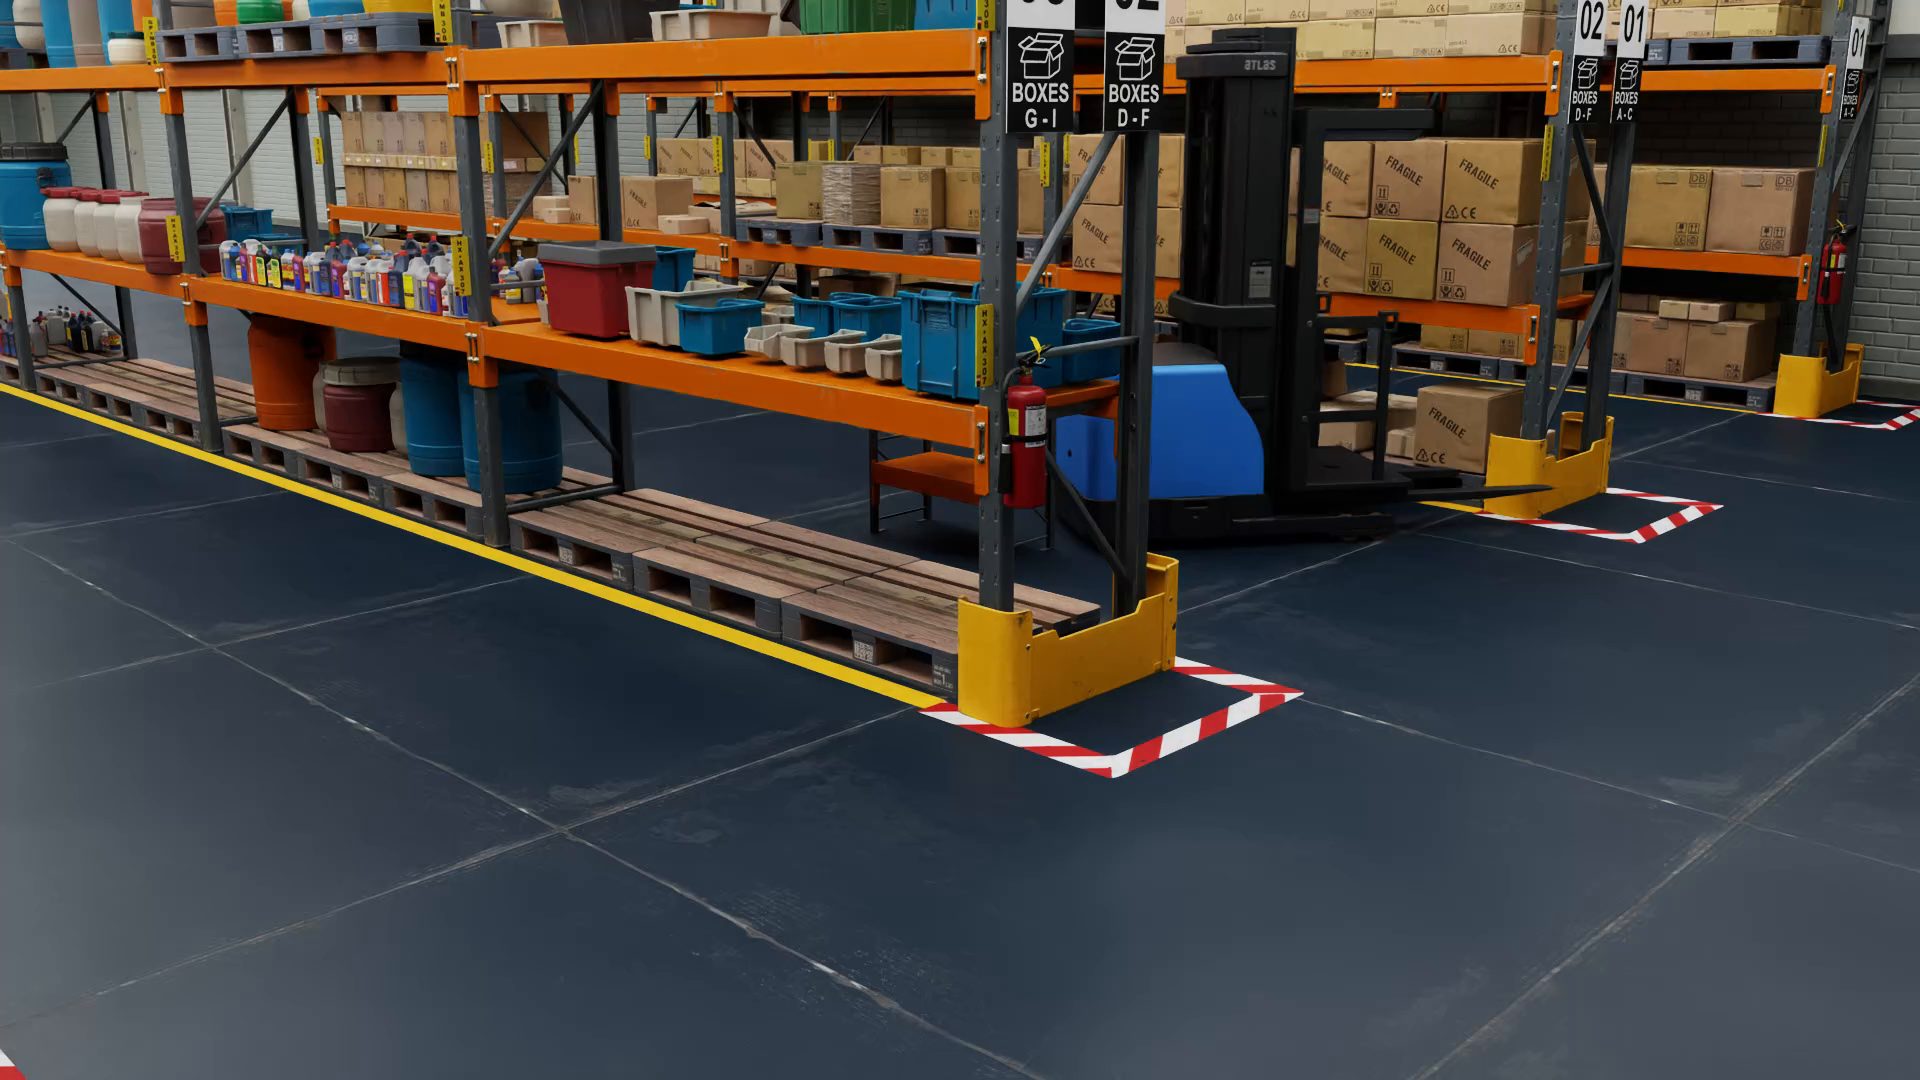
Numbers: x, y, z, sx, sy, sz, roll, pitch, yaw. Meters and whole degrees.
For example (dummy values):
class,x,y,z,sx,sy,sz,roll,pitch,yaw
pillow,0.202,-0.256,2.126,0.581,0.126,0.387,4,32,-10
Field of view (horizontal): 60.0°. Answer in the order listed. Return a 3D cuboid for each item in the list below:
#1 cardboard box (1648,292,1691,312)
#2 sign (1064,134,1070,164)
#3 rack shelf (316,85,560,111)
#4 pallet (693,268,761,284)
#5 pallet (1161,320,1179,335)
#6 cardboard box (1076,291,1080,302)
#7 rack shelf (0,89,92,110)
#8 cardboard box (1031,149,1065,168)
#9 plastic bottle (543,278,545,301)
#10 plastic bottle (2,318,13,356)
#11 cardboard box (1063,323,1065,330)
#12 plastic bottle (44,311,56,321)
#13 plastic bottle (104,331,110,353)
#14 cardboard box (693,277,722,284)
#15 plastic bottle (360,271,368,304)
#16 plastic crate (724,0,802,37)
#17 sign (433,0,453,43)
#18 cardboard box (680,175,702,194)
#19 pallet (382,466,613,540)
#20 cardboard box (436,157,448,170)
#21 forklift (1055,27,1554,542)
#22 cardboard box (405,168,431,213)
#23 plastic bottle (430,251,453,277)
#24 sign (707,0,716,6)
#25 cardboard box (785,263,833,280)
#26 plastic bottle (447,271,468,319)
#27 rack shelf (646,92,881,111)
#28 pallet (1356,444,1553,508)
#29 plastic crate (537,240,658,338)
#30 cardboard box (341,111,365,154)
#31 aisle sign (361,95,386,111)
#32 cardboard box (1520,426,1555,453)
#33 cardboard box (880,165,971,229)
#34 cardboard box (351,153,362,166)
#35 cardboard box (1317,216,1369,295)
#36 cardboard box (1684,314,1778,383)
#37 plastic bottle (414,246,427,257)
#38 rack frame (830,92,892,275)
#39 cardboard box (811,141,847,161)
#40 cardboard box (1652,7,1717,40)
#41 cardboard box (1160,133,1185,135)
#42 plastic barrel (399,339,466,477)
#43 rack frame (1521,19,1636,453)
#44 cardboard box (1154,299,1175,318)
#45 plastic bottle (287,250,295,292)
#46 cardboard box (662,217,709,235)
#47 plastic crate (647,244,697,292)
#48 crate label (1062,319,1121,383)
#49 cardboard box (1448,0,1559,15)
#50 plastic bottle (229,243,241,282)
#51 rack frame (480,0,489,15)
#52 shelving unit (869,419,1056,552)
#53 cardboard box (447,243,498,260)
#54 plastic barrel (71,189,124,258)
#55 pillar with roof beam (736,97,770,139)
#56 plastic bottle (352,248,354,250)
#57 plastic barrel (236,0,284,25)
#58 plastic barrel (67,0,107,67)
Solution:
class,x,y,z,sx,sy,sz,roll,pitch,yaw
cardboard box,6.455,-2.155,15.093,0.250,0.149,0.380,14,20,43
sign,1.216,-4.418,18.801,0.005,0.325,0.100,14,20,42
rack shelf,-6.169,-5.250,19.611,4.000,0.370,1.077,14,20,42
pallet,-3.559,-3.885,24.425,1.213,0.211,1.003,14,20,42
pallet,2.975,-2.282,18.272,1.213,0.211,1.003,14,20,42
cardboard box,1.031,-3.116,20.029,0.500,0.500,0.700,14,20,43
rack shelf,-9.610,-4.352,16.163,4.000,0.370,1.077,14,20,42
cardboard box,1.240,-4.338,19.562,0.500,0.500,0.700,11,18,36
plastic bottle,-2.571,-1.584,10.456,0.097,0.201,0.097,0,15,0
plastic bottle,-8.972,-1.923,15.746,0.185,0.351,0.144,12,19,39
cardboard box,0.850,-1.529,13.936,0.500,0.500,0.500,13,19,40
plastic bottle,-9.261,-2.202,16.965,0.135,0.276,0.152,14,20,43
plastic bottle,-8.169,-1.910,15.992,0.097,0.201,0.097,0,15,0
cardboard box,-2.773,-2.566,17.339,0.500,0.311,0.500,13,19,41
plastic bottle,-3.745,-1.604,10.531,0.097,0.201,0.097,0,15,0
plastic crate,-0.913,-2.636,8.387,0.530,0.282,0.437,14,20,42
sign,-2.795,-2.855,8.972,0.005,0.325,0.100,14,20,42
cardboard box,-3.659,-5.102,23.824,0.500,0.250,0.500,13,19,41
pallet,-2.938,-0.292,10.632,1.213,0.211,1.003,14,20,42
cardboard box,-5.805,-4.346,19.179,0.250,0.149,0.380,14,20,42
forklift,2.127,-1.536,10.014,3.031,2.935,1.130,-3,15,-10
cardboard box,-6.166,-4.191,19.869,0.700,0.500,0.500,-14,20,-43
plastic bottle,-3.200,-1.602,10.230,0.185,0.351,0.144,14,20,42
sign,-2.241,-4.738,15.034,0.005,0.325,0.100,14,20,42
cardboard box,-2.069,-3.874,22.937,0.500,0.500,0.500,12,19,38
plastic bottle,-2.920,-1.449,9.789,0.135,0.276,0.152,14,20,42
rack shelf,-2.734,-6.150,23.064,4.000,0.370,1.077,14,20,42
pallet,3.280,-0.500,11.432,1.213,0.211,1.003,14,20,42
plastic crate,-1.943,-1.357,8.943,0.583,0.464,0.402,14,20,42
cardboard box,-7.244,-5.080,20.707,0.500,0.500,0.700,14,20,42
aisle sign,-7.453,-5.820,21.163,0.004,0.787,0.394,14,20,42
cardboard box,3.846,-0.666,11.319,0.250,0.149,0.380,14,20,42
cardboard box,-0.285,-2.946,14.260,0.500,0.500,0.700,8,17,28
cardboard box,-7.284,-4.706,20.558,0.250,0.149,0.380,13,19,41
cardboard box,2.666,-1.953,11.278,0.500,0.500,0.500,14,20,43
cardboard box,6.771,-1.694,14.611,0.500,0.500,0.700,14,20,42
plastic bottle,-3.694,-1.882,11.437,0.133,0.283,0.061,14,20,42
rack frame,-1.294,-4.697,22.008,0.127,3.000,1.000,14,20,42
cardboard box,-1.849,-5.023,22.032,0.500,0.500,0.500,14,20,42
cardboard box,6.258,-4.398,14.179,0.500,0.250,0.500,13,19,40
cardboard box,1.573,-2.887,12.884,0.500,0.500,0.500,14,20,42
plastic barrel,-3.301,-0.908,10.798,0.708,0.901,0.600,14,20,42
rack frame,3.909,-1.697,10.495,0.127,3.000,1.000,14,20,42
cardboard box,2.650,-2.853,18.362,0.750,0.750,0.750,14,20,42
plastic bottle,-4.474,-1.815,11.203,0.097,0.271,0.097,0,15,0
cardboard box,-2.689,-3.082,16.312,0.250,0.149,0.380,14,20,42
plastic crate,-1.839,-1.500,9.652,0.575,0.384,0.392,14,20,42
crate label,0.519,-0.849,7.455,0.303,0.233,0.416,14,20,42
cardboard box,3.362,-3.361,10.240,0.500,0.250,0.500,14,20,42
plastic bottle,-5.139,-1.976,11.824,0.097,0.271,0.097,0,15,0
rack frame,-4.730,-6.700,17.799,0.127,3.000,1.000,14,20,42
shelving unit,0.005,-0.543,9.786,1.048,1.125,0.538,14,20,42
cardboard box,-5.567,-3.163,19.257,0.500,0.500,0.500,14,20,42
plastic barrel,-7.106,-2.629,13.802,0.433,0.535,0.433,0,15,0
pillar with roof beam,-6.057,-7.553,21.072,0.400,9.000,9.100,14,20,42
plastic bottle,-4.467,-2.045,12.225,0.097,0.201,0.097,0,15,0
plastic barrel,-4.688,-3.551,11.137,0.294,0.245,0.294,0,15,0
plastic barrel,-7.183,-4.428,14.036,0.600,0.901,0.600,0,15,0
